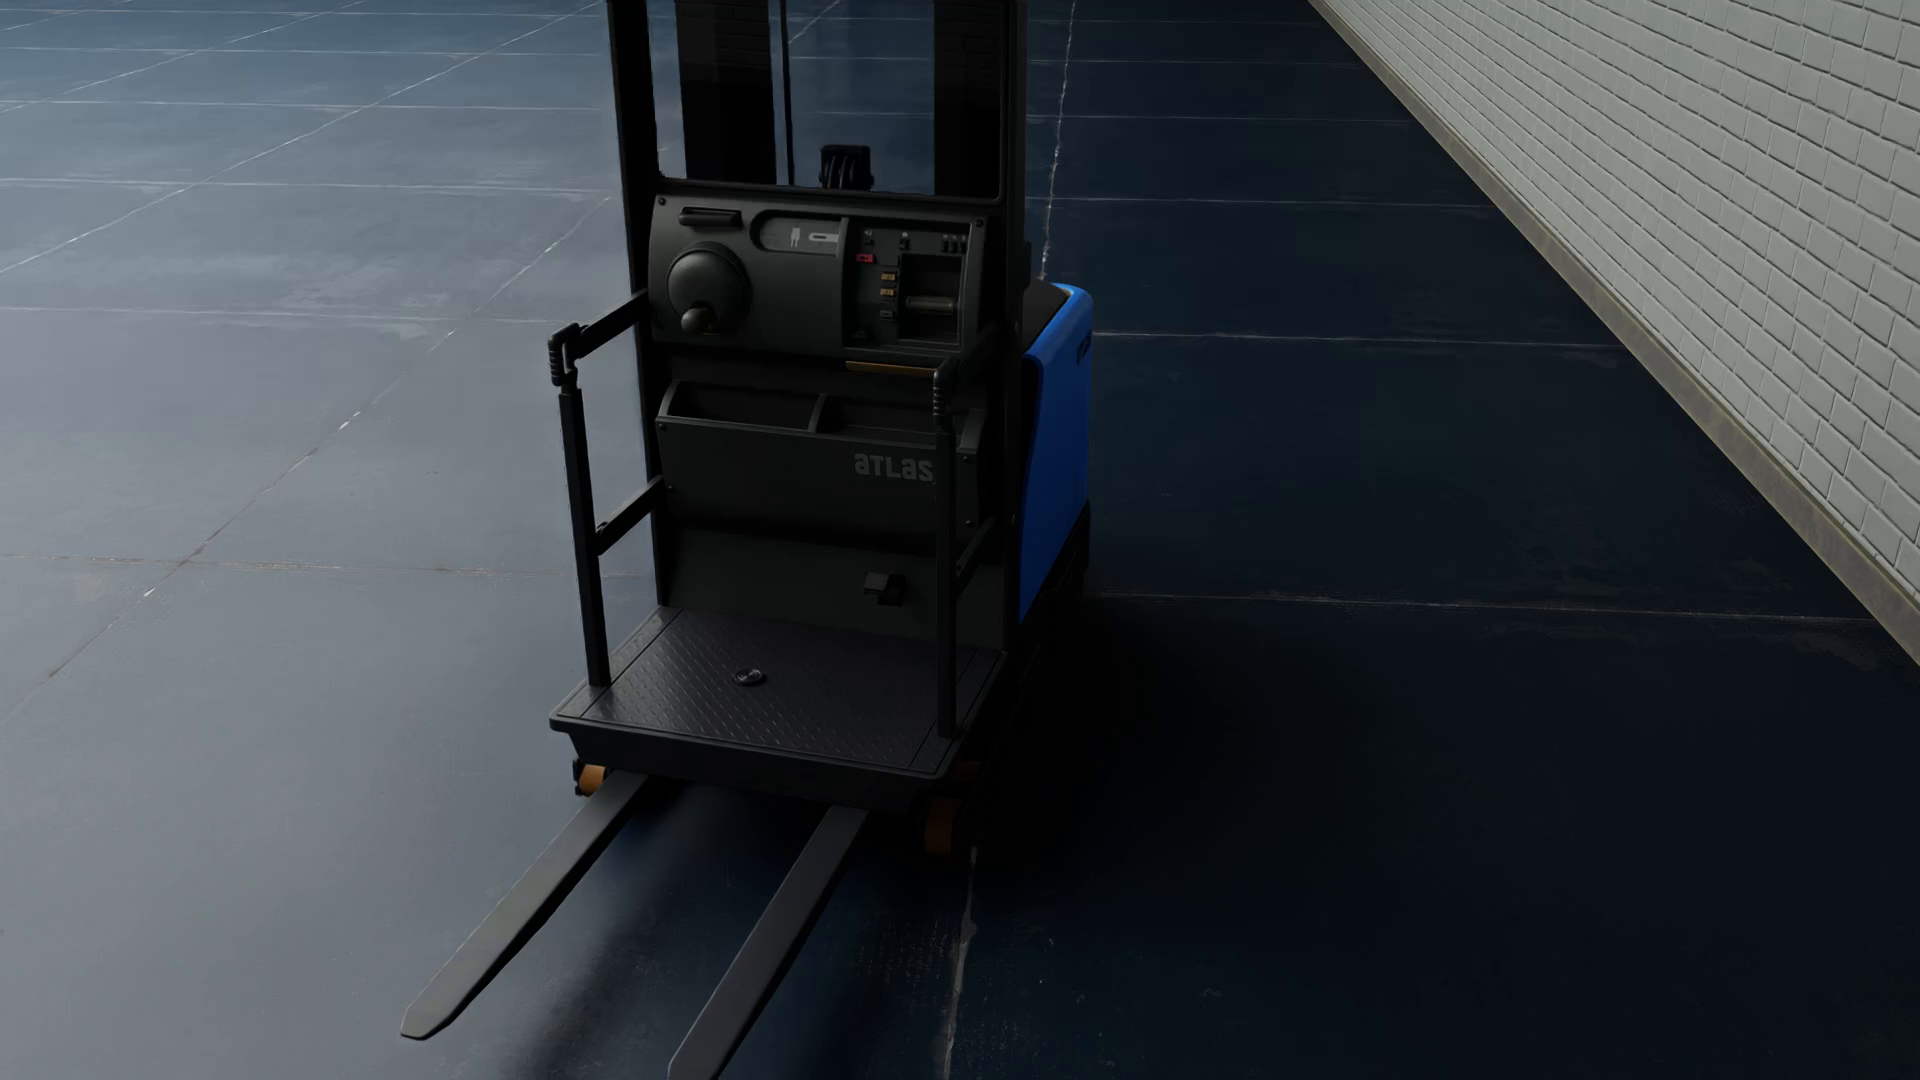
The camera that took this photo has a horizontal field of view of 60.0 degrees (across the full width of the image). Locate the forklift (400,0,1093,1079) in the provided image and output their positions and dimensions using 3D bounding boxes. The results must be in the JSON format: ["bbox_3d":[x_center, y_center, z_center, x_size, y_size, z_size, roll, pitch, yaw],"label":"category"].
[{"bbox_3d":[-0.438,-0.668,4.195,1.130,2.935,3.031,7,26,14],"label":"forklift"}]
